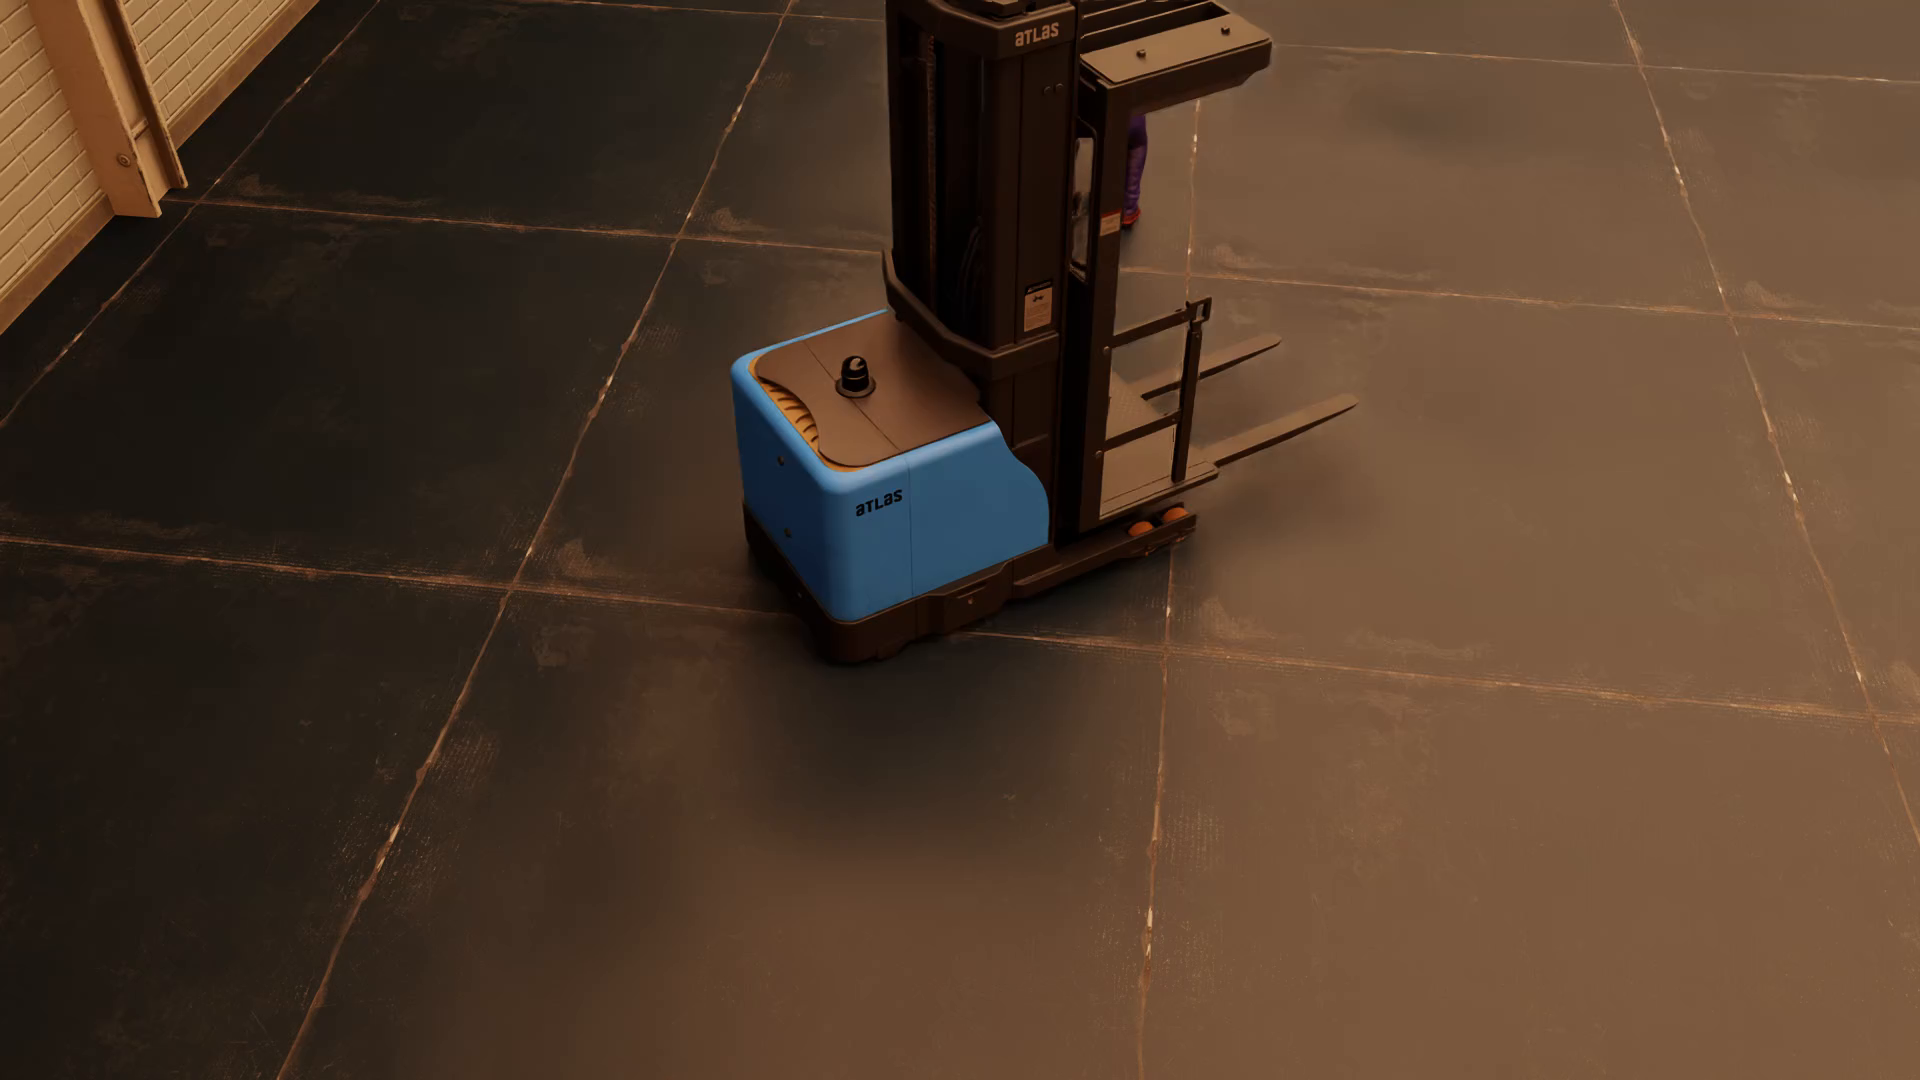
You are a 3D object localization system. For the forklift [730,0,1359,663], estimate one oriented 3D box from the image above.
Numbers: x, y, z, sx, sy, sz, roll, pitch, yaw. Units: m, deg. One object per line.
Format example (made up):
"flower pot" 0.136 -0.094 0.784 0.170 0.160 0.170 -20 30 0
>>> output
"forklift" 0.526 -1.290 7.129 3.031 2.935 1.130 -22 47 -22

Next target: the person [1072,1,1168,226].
"person" 0.831 -2.502 9.489 0.755 1.559 0.555 -3 43 -4
